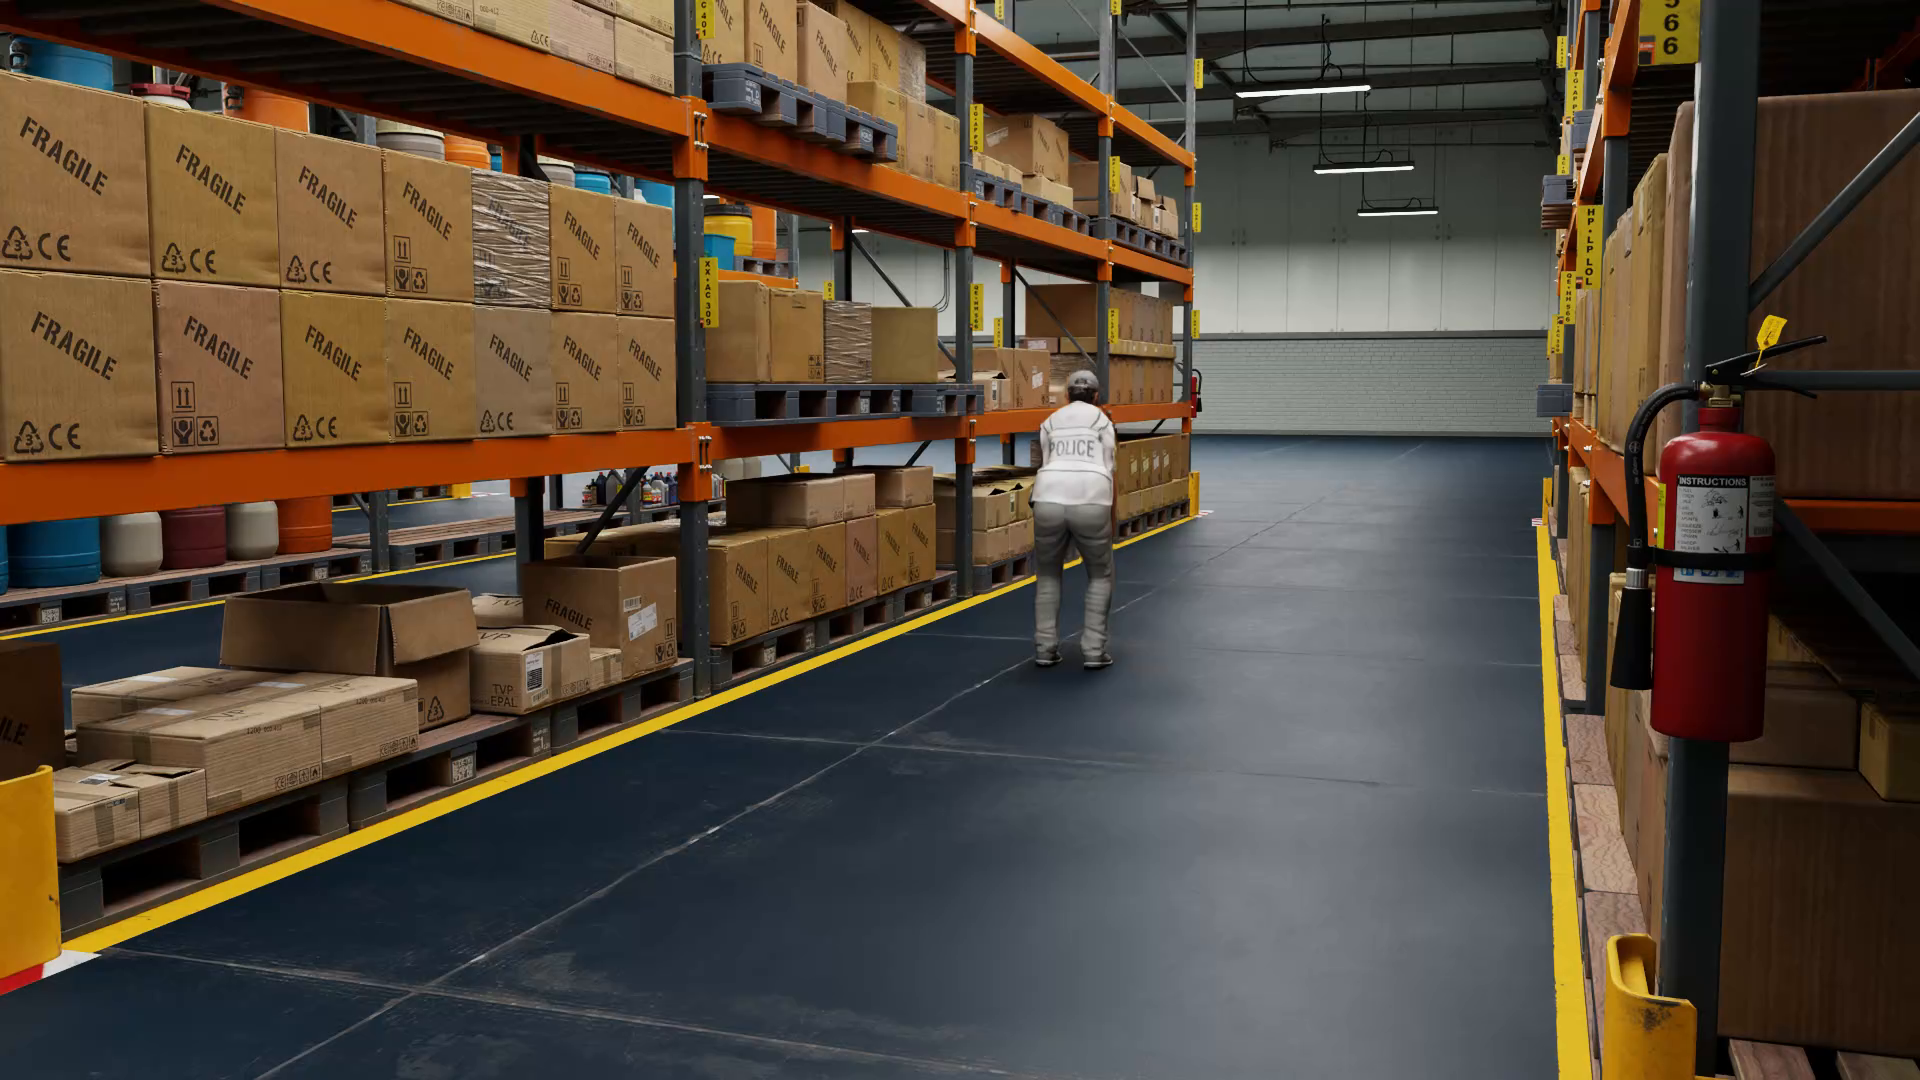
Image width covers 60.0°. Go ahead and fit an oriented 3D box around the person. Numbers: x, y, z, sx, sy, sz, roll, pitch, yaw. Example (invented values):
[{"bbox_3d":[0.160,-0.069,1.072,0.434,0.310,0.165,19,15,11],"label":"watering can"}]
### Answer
[{"bbox_3d":[0.606,-0.193,8.915,0.480,1.602,0.523,2,6,18],"label":"person"}]
